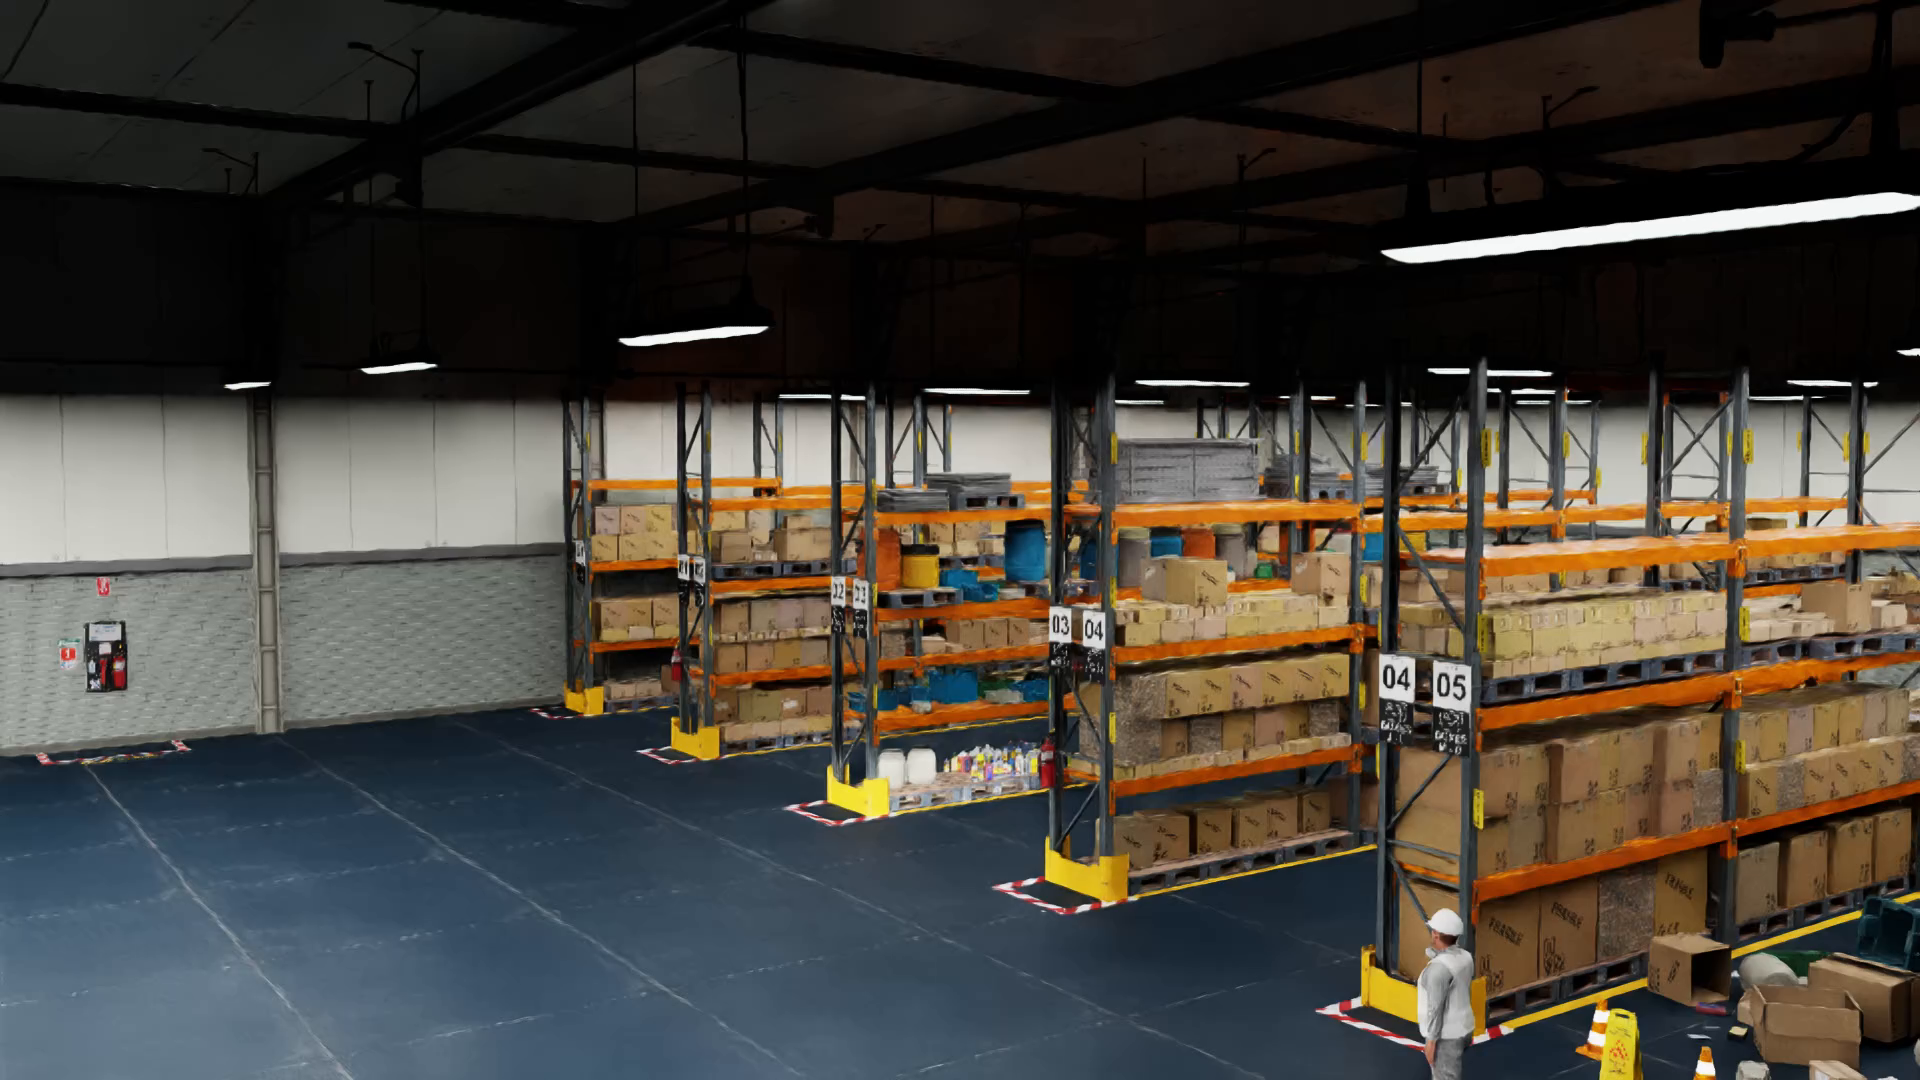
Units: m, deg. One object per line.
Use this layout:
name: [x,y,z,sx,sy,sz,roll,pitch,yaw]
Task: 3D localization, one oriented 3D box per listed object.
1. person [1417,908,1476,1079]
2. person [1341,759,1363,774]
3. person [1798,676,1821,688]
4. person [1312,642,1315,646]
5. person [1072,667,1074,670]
person: [3.465,3.520,11.862,0.540,1.775,0.647,3,5,38]
person: [5.883,2.734,24.657,0.416,1.679,0.507,2,4,23]
person: [12.667,2.723,24.704,1.043,1.716,0.589,-3,5,-36]
person: [8.187,1.871,39.608,0.639,1.482,0.531,0,4,3]
person: [2.273,1.967,35.545,0.398,1.793,0.659,3,5,36]
